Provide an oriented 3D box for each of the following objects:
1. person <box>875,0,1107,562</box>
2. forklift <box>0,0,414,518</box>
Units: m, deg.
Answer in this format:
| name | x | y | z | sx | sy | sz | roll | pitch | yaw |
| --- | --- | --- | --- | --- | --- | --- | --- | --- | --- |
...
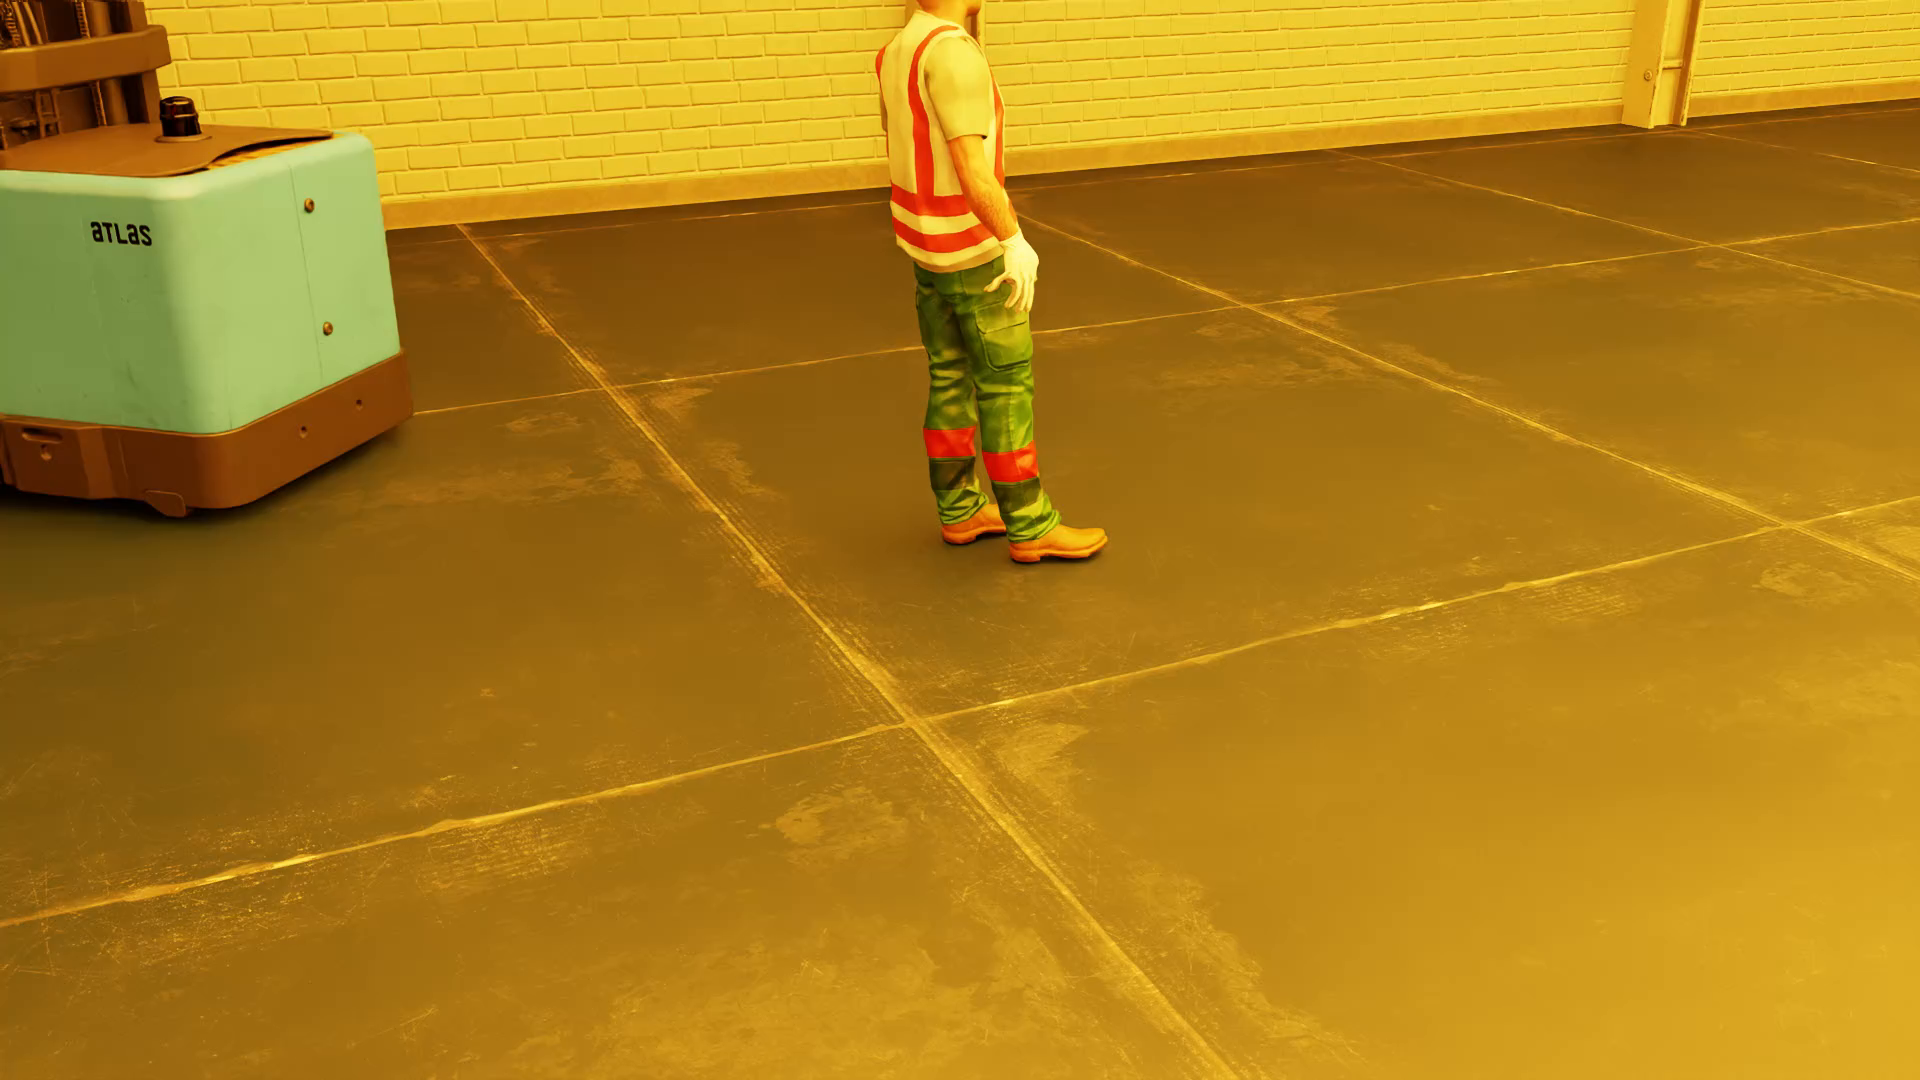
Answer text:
| name | x | y | z | sx | sy | sz | roll | pitch | yaw |
| --- | --- | --- | --- | --- | --- | --- | --- | --- | --- |
| person | 0.077 | -0.842 | 4.782 | 0.564 | 1.787 | 0.638 | -10 | 25 | -23 |
| forklift | -3.548 | -1.728 | 5.445 | 3.031 | 2.935 | 1.130 | 6 | 23 | 15 |
